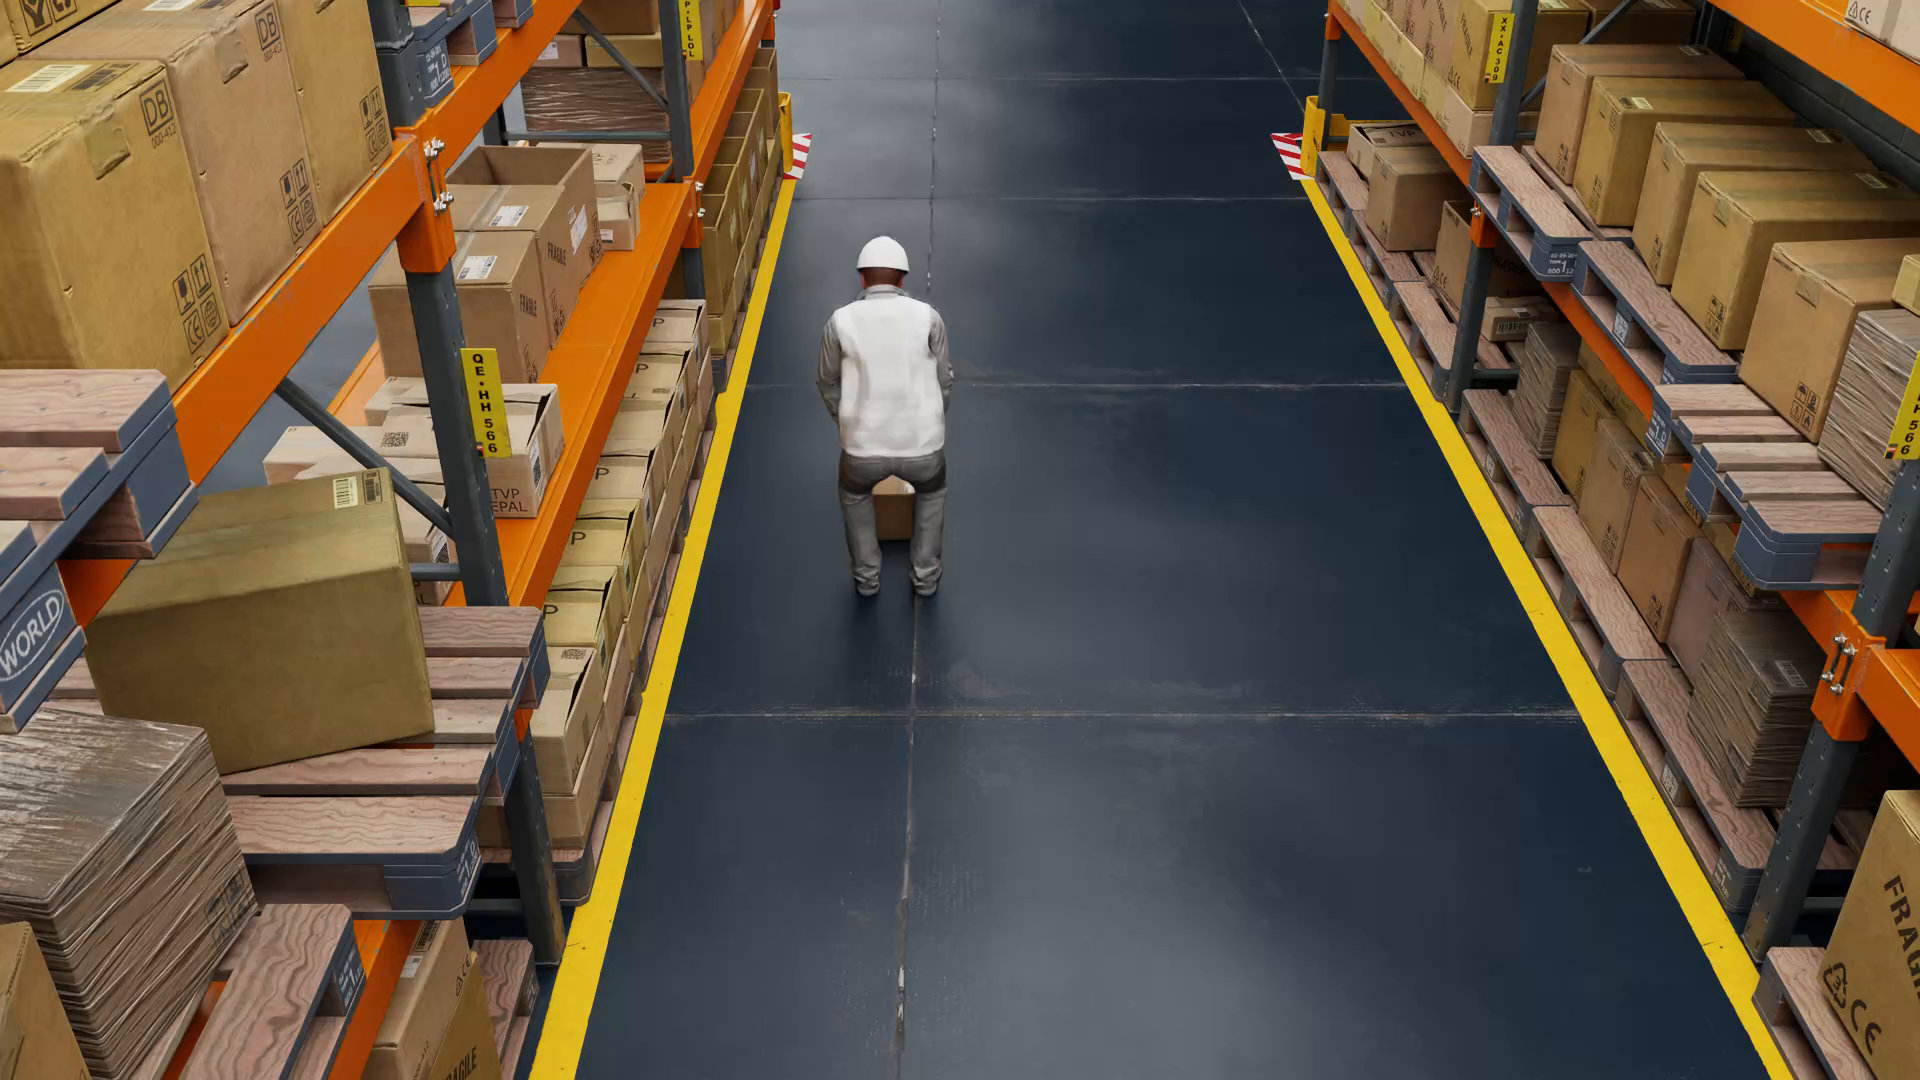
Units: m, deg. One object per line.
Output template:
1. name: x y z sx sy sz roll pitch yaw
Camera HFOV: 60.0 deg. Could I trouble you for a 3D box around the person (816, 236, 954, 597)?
1. person: -0.321 -0.492 7.156 0.589 1.534 0.693 0 31 0
